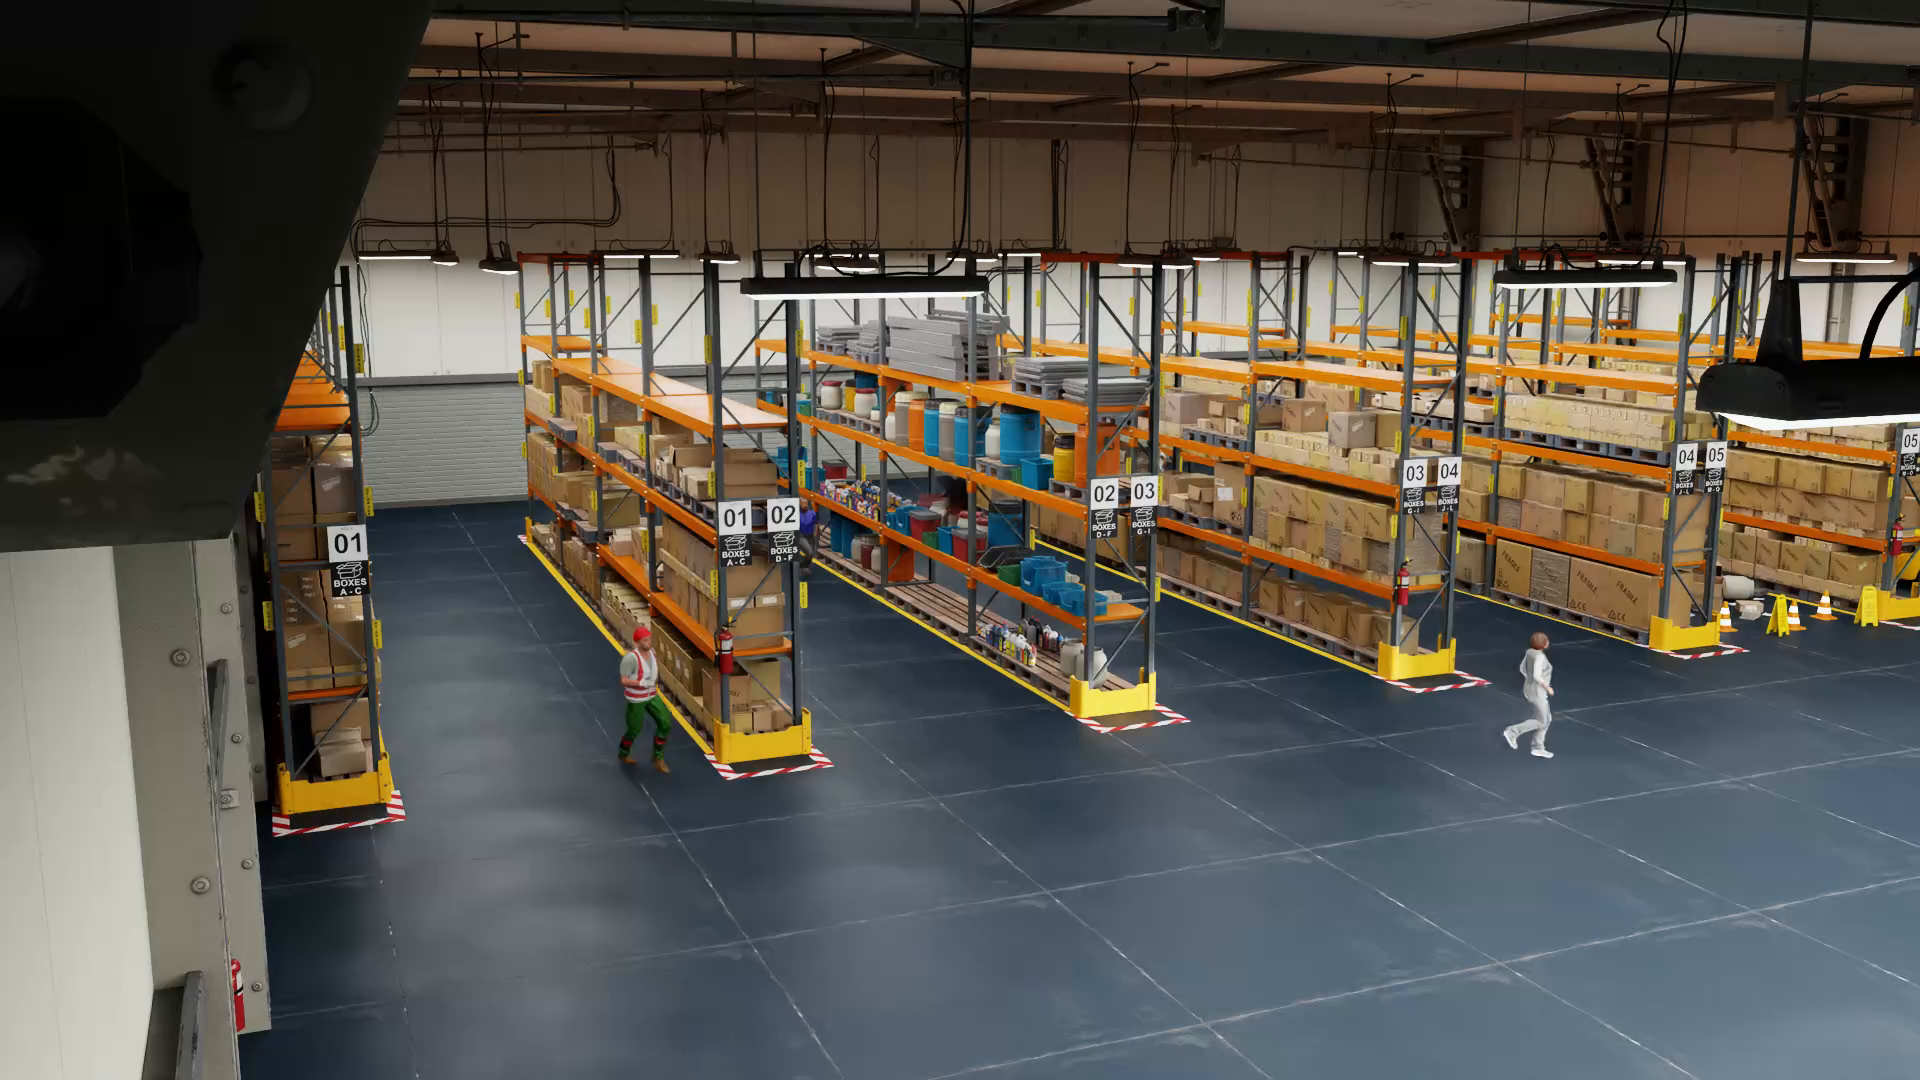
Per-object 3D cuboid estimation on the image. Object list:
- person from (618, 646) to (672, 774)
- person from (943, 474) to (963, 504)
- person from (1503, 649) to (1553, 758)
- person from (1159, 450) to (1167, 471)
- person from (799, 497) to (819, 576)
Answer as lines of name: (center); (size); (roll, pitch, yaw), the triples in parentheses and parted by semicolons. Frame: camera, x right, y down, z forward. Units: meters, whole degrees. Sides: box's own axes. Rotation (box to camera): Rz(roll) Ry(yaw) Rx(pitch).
person: (-3.757, 2.007, 19.847); (0.827, 1.570, 0.526); (9, 14, 40)
person: (-0.137, -1.645, 39.369); (0.796, 1.709, 0.651); (-10, 14, -43)
person: (6.993, 2.005, 20.393); (0.638, 1.358, 0.345); (1, 10, 4)
person: (4.430, -1.463, 37.841); (0.673, 1.582, 0.865); (-2, 11, -11)
person: (-2.859, -0.047, 30.439); (0.576, 1.525, 0.699); (-4, 11, -20)
